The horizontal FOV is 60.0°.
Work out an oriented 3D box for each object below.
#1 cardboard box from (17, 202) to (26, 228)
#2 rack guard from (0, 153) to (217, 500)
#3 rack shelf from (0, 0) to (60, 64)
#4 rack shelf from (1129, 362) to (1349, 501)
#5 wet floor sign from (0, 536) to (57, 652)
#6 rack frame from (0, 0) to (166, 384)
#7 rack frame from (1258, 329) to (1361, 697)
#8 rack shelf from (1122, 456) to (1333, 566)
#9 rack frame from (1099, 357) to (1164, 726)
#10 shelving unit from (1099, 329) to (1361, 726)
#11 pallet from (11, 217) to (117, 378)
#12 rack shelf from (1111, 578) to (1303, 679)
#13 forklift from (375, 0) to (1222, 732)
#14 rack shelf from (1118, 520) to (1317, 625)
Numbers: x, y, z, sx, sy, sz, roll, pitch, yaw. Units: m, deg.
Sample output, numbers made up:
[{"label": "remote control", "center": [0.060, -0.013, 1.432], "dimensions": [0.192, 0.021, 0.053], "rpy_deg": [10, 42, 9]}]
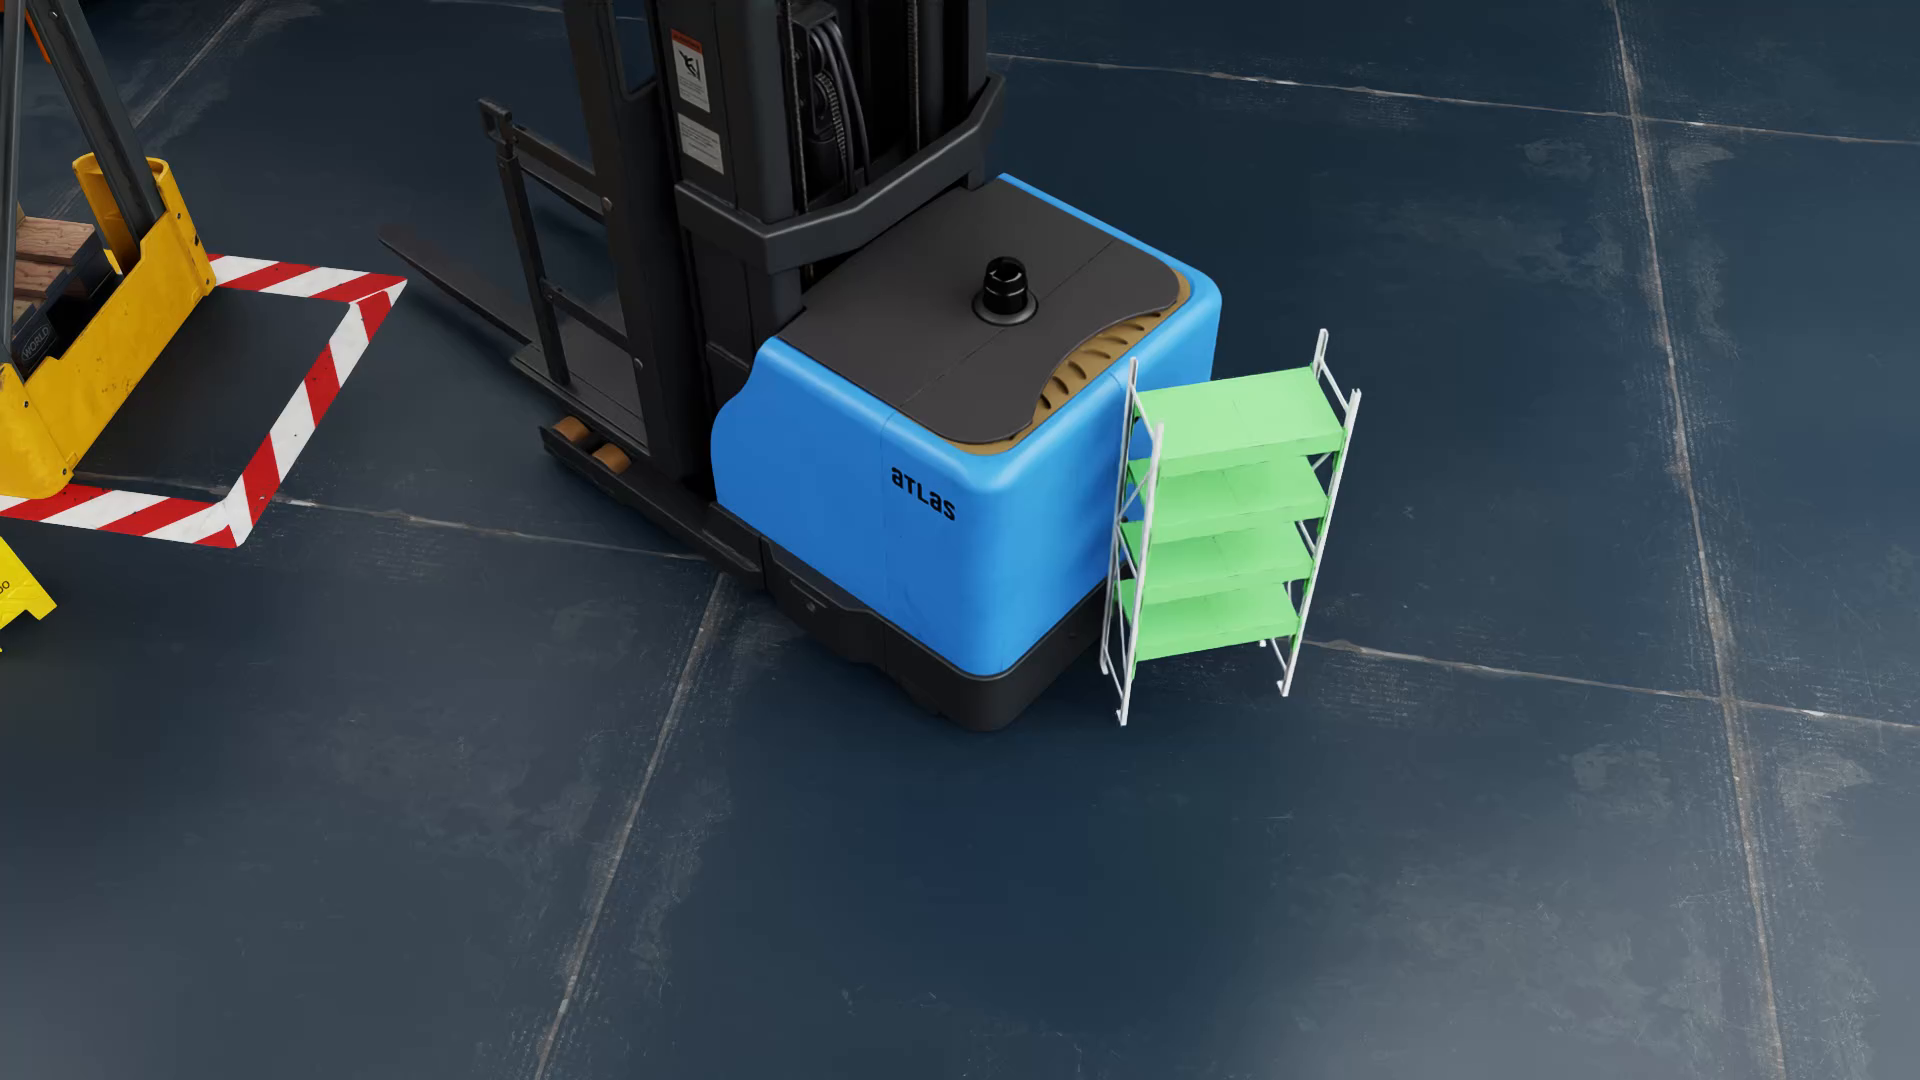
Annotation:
[{"label": "cardboard box", "center": [-3.659, -1.097, 5.785], "dimensions": [0.500, 0.250, 0.500], "rpy_deg": [7, 48, 7]}, {"label": "rack guard", "center": [-2.989, -0.741, 5.580], "dimensions": [0.348, 0.500, 1.175], "rpy_deg": [8, 49, 7]}, {"label": "rack shelf", "center": [-4.883, -1.590, 5.146], "dimensions": [4.000, 0.370, 1.077], "rpy_deg": [8, 49, 7]}, {"label": "rack shelf", "center": [0.682, -0.271, 4.128], "dimensions": [0.480, 0.148, 0.258], "rpy_deg": [-9, 49, -8]}, {"label": "wet floor sign", "center": [-2.918, 0.029, 4.790], "dimensions": [0.232, 0.644, 0.267], "rpy_deg": [23, 52, 20]}, {"label": "rack frame", "center": [-2.915, -1.566, 4.641], "dimensions": [0.127, 3.000, 1.000], "rpy_deg": [8, 49, 7]}, {"label": "rack frame", "center": [0.921, -0.032, 4.472], "dimensions": [0.015, 1.200, 0.240], "rpy_deg": [-9, 49, -8]}, {"label": "rack shelf", "center": [0.682, -0.111, 4.306], "dimensions": [0.480, 0.148, 0.258], "rpy_deg": [-9, 49, -8]}, {"label": "rack frame", "center": [0.444, 0.045, 4.403], "dimensions": [0.015, 1.200, 0.240], "rpy_deg": [-9, 49, -8]}, {"label": "shelving unit", "center": [0.682, 0.007, 4.437], "dimensions": [0.503, 1.200, 0.258], "rpy_deg": [-9, 49, -8]}, {"label": "pallet", "center": [-3.783, -0.778, 5.807], "dimensions": [1.213, 0.211, 1.003], "rpy_deg": [8, 49, 7]}, {"label": "rack shelf", "center": [0.682, 0.210, 4.663], "dimensions": [0.480, 0.148, 0.258], "rpy_deg": [-9, 49, -8]}, {"label": "forklift", "center": [-0.729, -1.391, 4.529], "dimensions": [3.031, 2.935, 1.130], "rpy_deg": [33, 56, 26]}, {"label": "rack shelf", "center": [0.682, 0.049, 4.485], "dimensions": [0.480, 0.148, 0.258], "rpy_deg": [-9, 49, -8]}]
